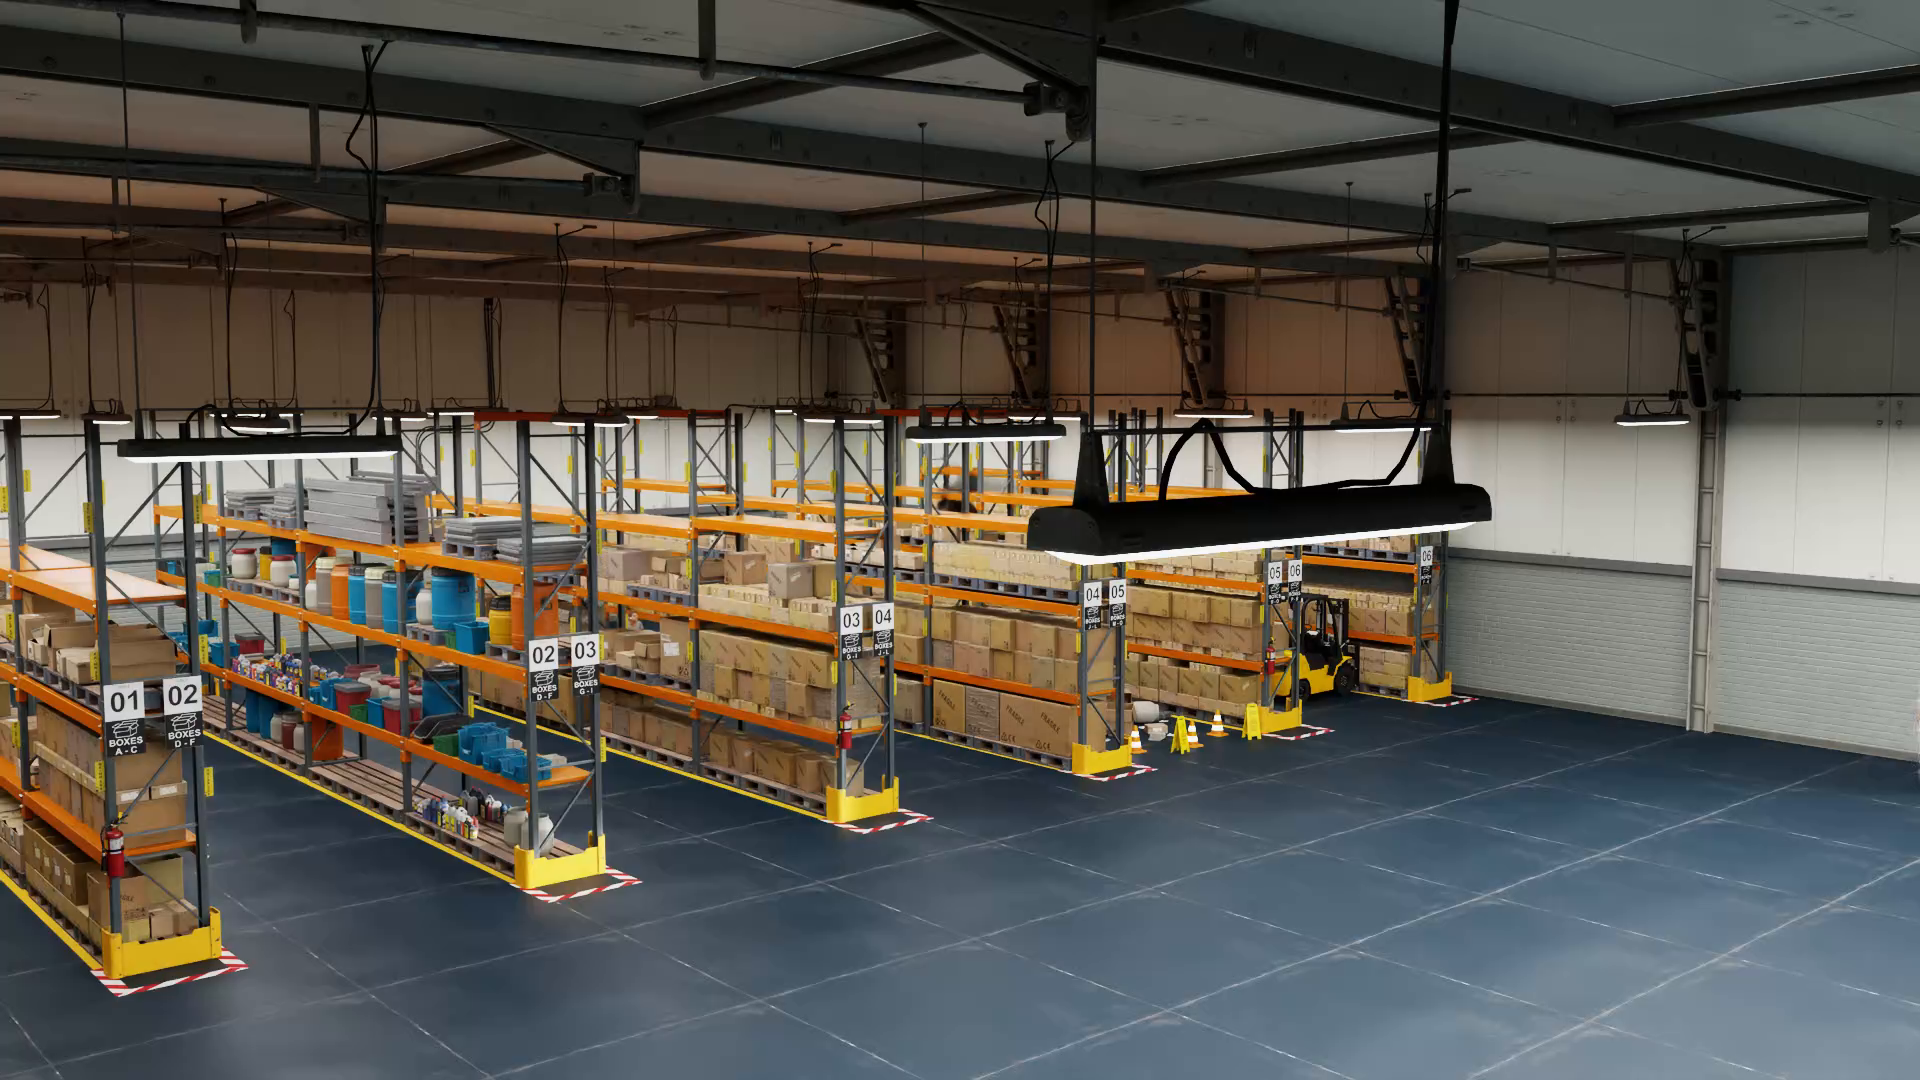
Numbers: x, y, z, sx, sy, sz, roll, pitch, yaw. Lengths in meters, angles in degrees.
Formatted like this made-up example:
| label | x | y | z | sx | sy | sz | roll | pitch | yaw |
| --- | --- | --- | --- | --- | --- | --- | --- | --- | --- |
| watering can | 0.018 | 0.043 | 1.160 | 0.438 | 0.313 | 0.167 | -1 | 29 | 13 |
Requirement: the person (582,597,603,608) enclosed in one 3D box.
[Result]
| label | x | y | z | sx | sy | sz | roll | pitch | yaw |
| --- | --- | --- | --- | --- | --- | --- | --- | --- | --- |
| person | -9.298 | 1.908 | 40.987 | 0.908 | 1.659 | 0.805 | -2 | 5 | -19 |

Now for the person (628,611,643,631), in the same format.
| label | x | y | z | sx | sy | sz | roll | pitch | yaw |
| --- | --- | --- | --- | --- | --- | --- | --- | --- | --- |
| person | -7.203 | 2.343 | 36.470 | 0.587 | 1.637 | 0.706 | -5 | 7 | -42 |

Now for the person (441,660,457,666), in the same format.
| label | x | y | z | sx | sy | sz | roll | pitch | yaw |
| --- | --- | --- | --- | --- | --- | --- | --- | --- | --- |
| person | -9.279 | 2.812 | 30.209 | 0.919 | 1.702 | 0.612 | 4 | 6 | 36 |
